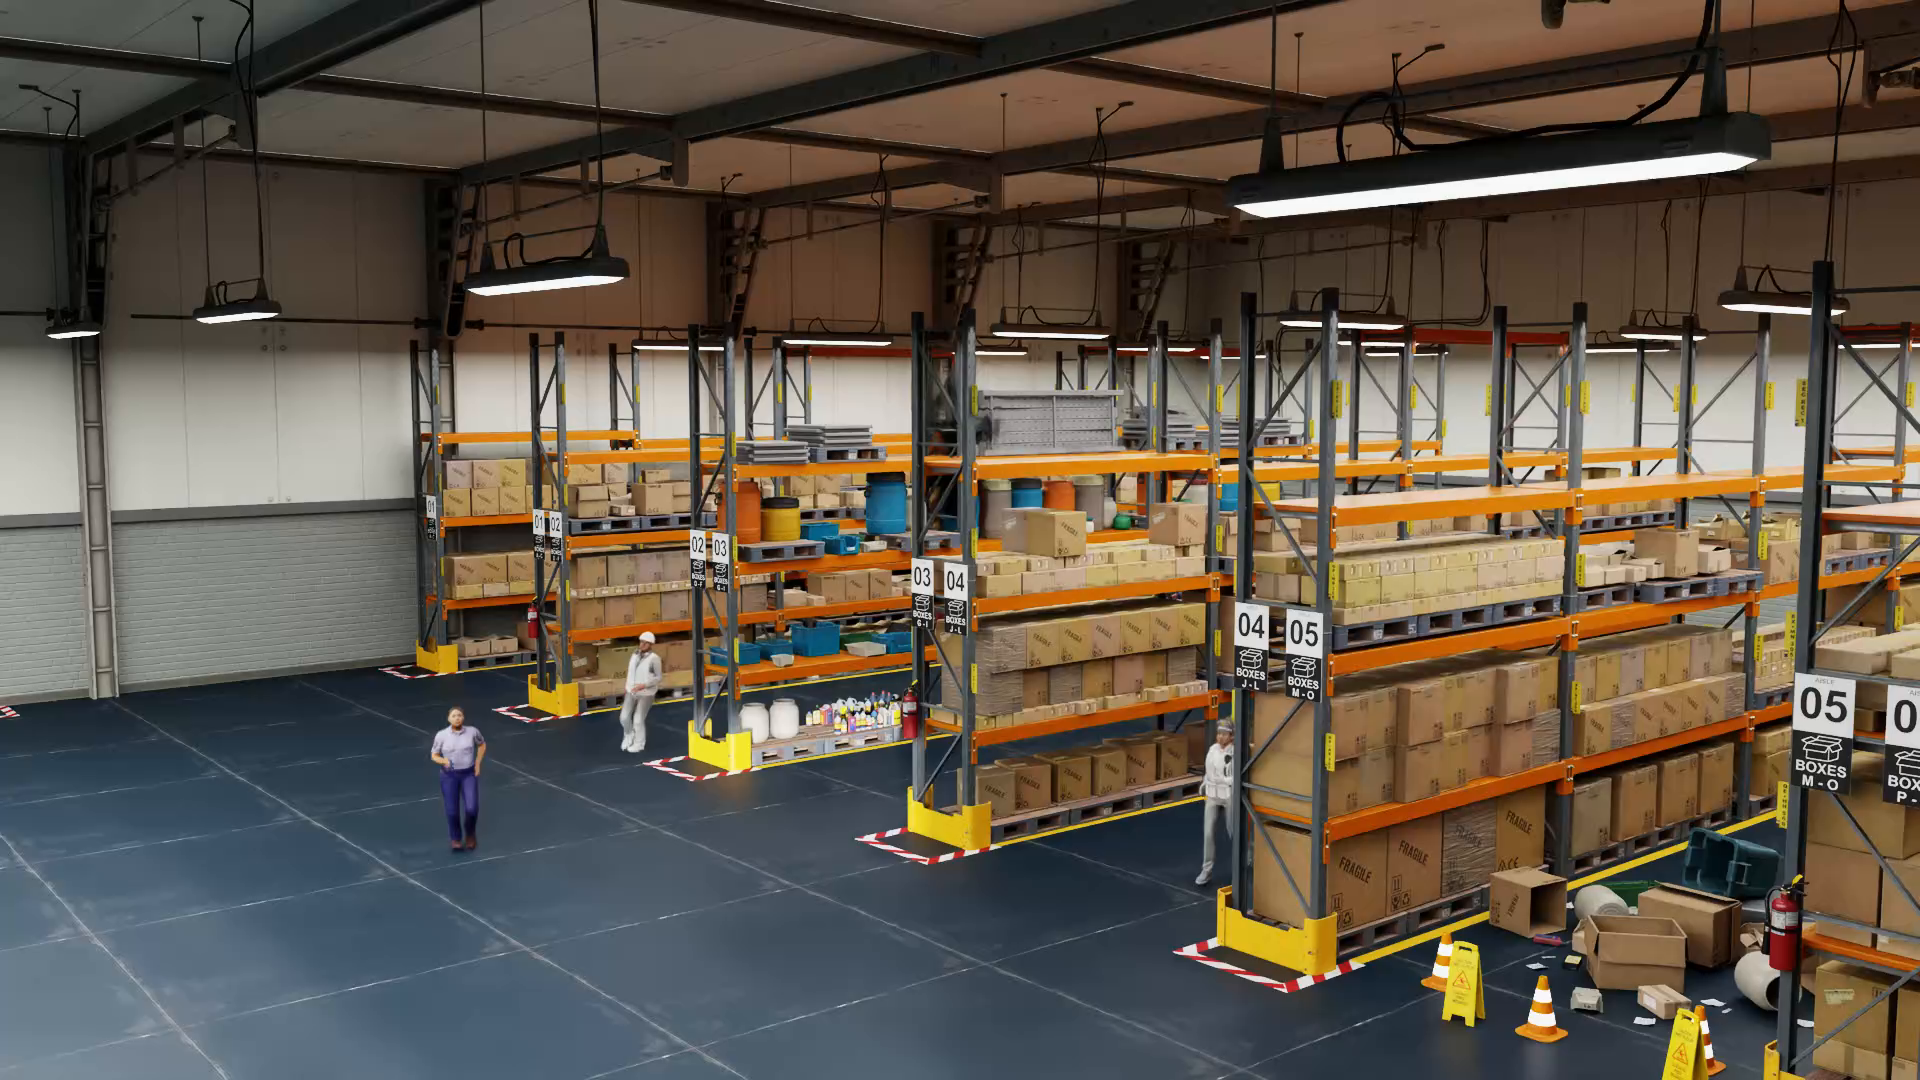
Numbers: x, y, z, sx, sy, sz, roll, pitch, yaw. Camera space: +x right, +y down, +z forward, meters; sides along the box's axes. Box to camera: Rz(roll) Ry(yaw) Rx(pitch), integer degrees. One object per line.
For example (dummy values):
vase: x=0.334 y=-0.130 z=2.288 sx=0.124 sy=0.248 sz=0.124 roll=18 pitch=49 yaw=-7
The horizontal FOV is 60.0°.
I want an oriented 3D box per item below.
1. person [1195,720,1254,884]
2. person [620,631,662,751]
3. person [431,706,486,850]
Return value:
person: x=2.759 y=2.700 z=17.397 sx=0.618 sy=1.672 sz=0.910 roll=4 pitch=7 yaw=39
person: x=-4.500 y=2.138 z=23.365 sx=0.697 sy=1.719 sz=0.569 roll=2 pitch=6 yaw=19
person: x=-5.533 y=2.657 z=18.403 sx=0.589 sy=1.627 sz=0.583 roll=-2 pitch=6 yaw=-18
